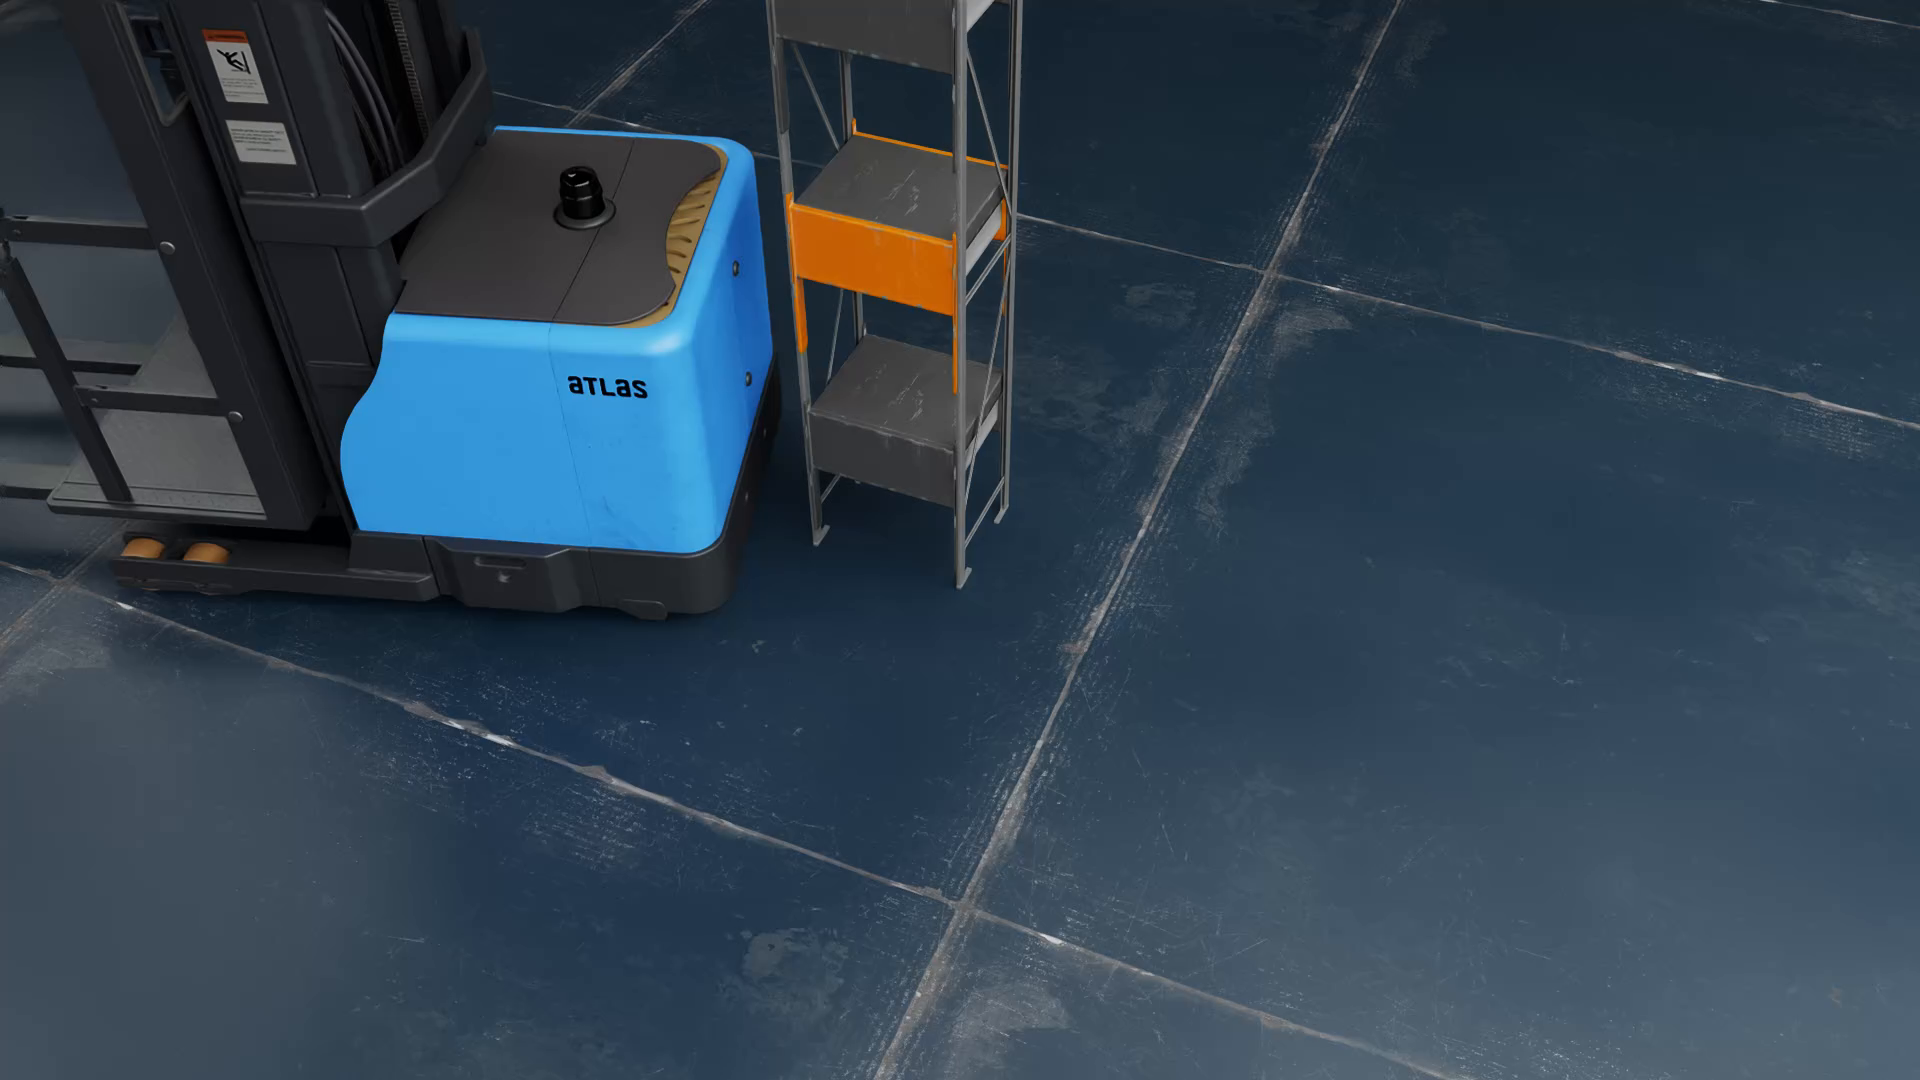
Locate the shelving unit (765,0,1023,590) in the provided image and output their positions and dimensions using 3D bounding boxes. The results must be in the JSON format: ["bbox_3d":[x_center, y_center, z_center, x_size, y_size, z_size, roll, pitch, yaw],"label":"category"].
[{"bbox_3d":[-0.153,-0.789,4.555,0.503,2.100,0.431,16,47,16],"label":"shelving unit"}]

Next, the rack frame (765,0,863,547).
[{"bbox_3d":[-0.378,-0.856,4.621,0.015,2.100,0.400,16,47,16],"label":"rack frame"}]

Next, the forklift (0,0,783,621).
[{"bbox_3d":[-2.146,-1.237,4.415,3.031,2.935,1.130,4,45,4],"label":"forklift"}]

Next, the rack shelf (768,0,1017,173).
[{"bbox_3d":[-0.153,-1.276,4.070,0.480,0.518,0.431,16,47,16],"label":"rack shelf"}]

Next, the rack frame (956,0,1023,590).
[{"bbox_3d":[0.072,-0.723,4.488,0.015,2.100,0.400,16,47,16],"label":"rack frame"}]

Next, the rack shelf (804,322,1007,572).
[{"bbox_3d":[-0.153,-0.283,5.058,0.480,0.518,0.431,16,47,16],"label":"rack shelf"}]

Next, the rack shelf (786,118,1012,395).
[{"bbox_3d":[-0.153,-0.780,4.564,0.480,0.518,0.431,16,47,16],"label":"rack shelf"}]
